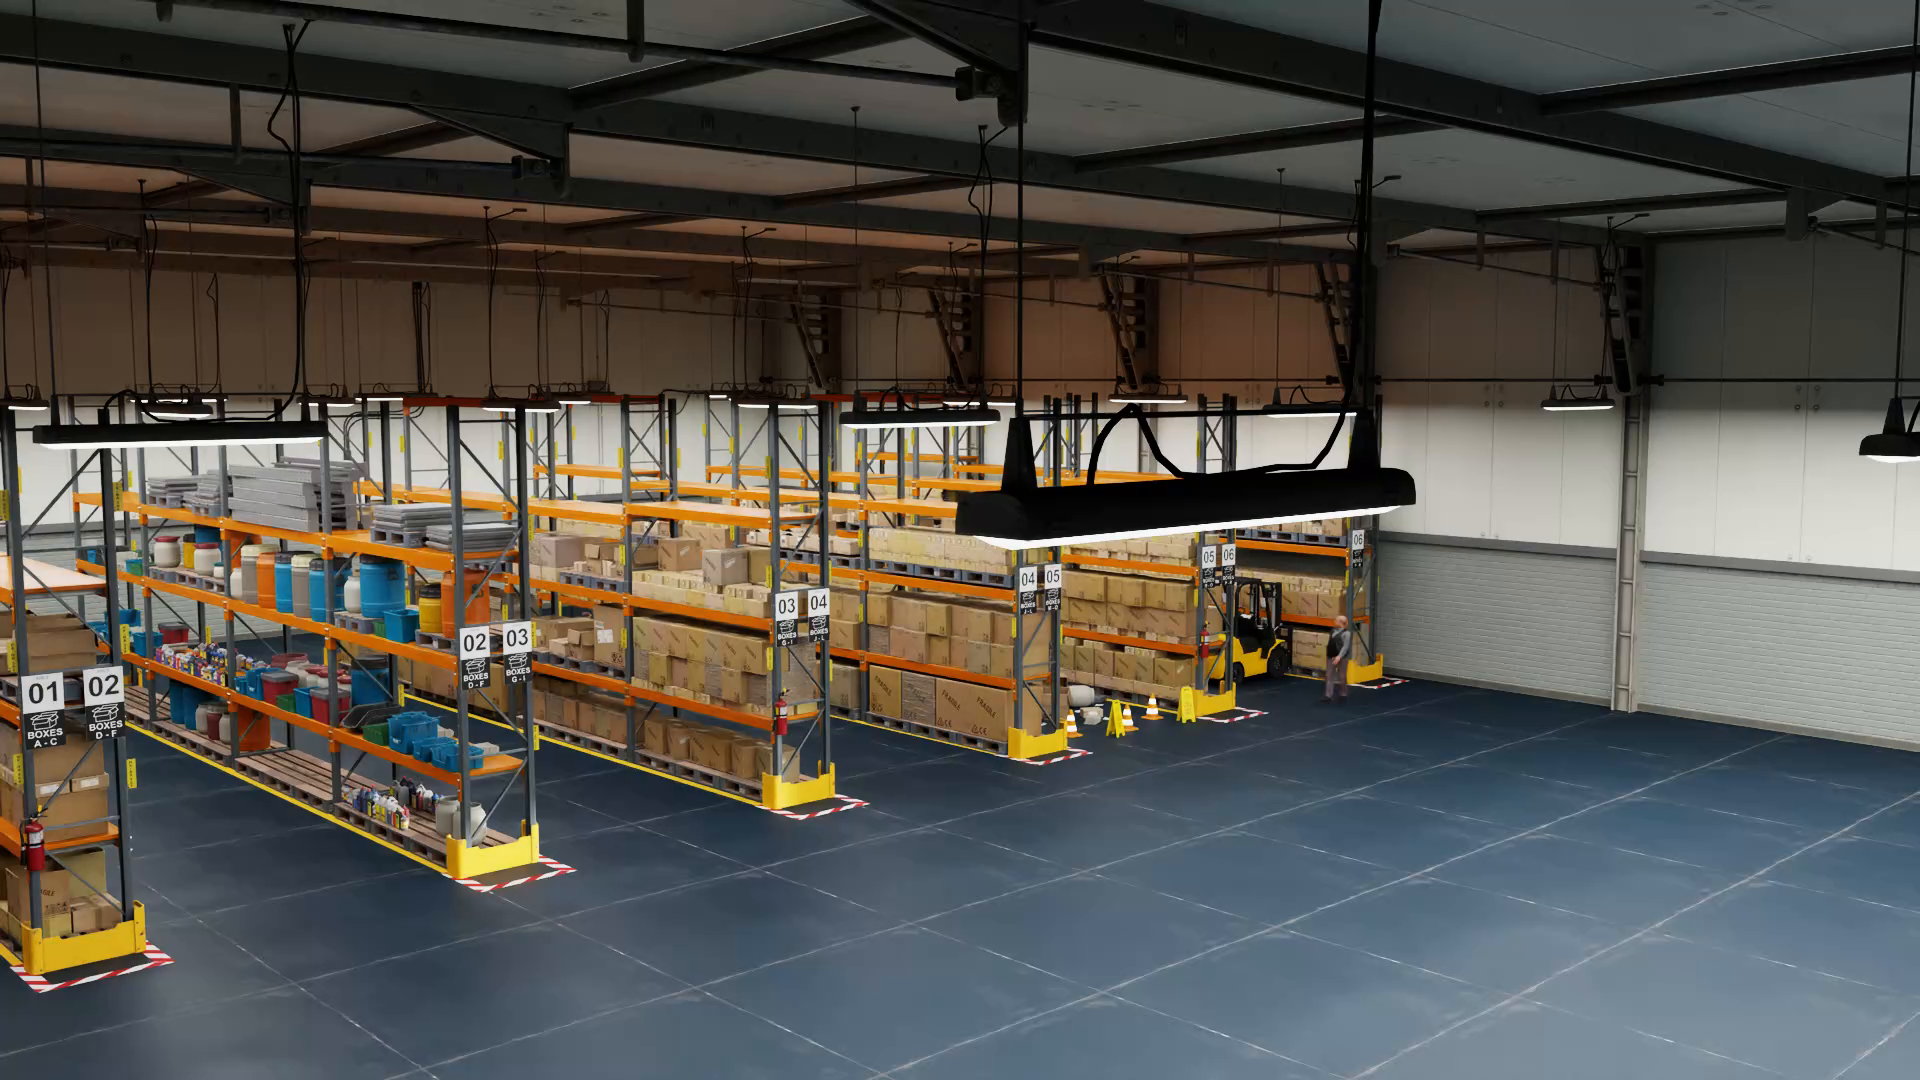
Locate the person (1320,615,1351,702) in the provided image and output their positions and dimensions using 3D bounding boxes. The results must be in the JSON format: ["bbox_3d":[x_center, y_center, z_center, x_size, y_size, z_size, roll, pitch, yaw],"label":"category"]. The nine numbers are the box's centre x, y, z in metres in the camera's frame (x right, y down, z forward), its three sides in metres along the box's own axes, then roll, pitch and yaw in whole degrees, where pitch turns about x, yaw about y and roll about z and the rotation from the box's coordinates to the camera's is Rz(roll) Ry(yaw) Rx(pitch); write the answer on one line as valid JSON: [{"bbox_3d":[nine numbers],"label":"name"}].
[{"bbox_3d":[7.360,2.334,32.543,0.535,1.706,0.714,4,7,38],"label":"person"}]

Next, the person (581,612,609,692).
[{"bbox_3d":[-7.512,2.255,33.660,0.978,1.619,0.411,5,8,44],"label":"person"}]

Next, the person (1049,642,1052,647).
[{"bbox_3d":[2.129,1.544,37.624,0.548,1.868,0.644,4,7,39],"label":"person"}]
